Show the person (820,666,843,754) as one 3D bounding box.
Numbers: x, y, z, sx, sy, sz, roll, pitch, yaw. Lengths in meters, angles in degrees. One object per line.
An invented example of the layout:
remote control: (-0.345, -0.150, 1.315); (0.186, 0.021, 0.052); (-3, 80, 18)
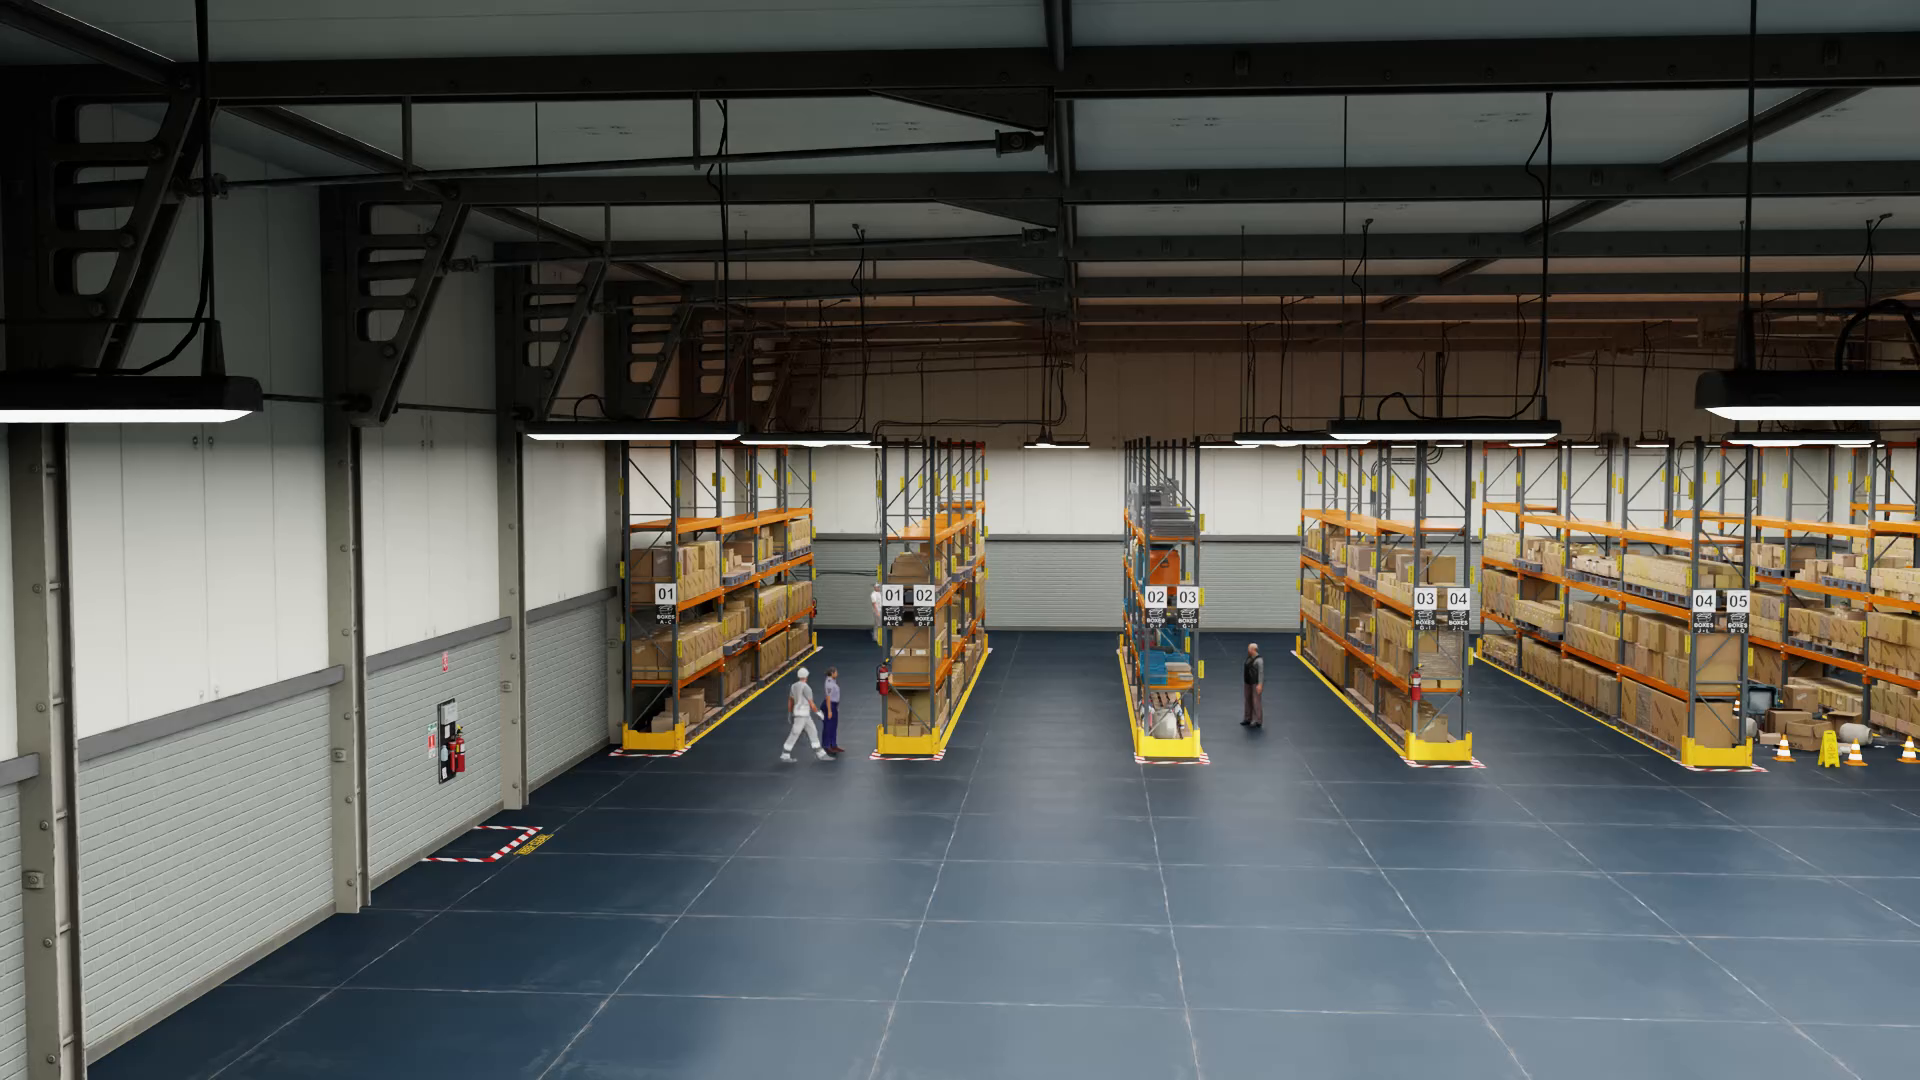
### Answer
person: (-2.440, 3.217, 31.545); (0.425, 1.664, 0.513); (0, 3, 2)

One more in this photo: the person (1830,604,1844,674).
person: (22.435, 2.556, 42.559); (0.632, 1.821, 0.551); (-1, 3, -18)

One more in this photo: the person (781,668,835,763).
person: (-2.777, 3.188, 30.286); (0.991, 1.736, 0.490); (0, 3, -4)

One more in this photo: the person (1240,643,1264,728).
person: (6.053, 3.006, 34.497); (0.435, 1.725, 0.581); (-1, 3, -21)

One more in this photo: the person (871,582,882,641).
person: (-2.428, 2.166, 49.945); (0.513, 1.783, 0.618); (1, 3, 14)
